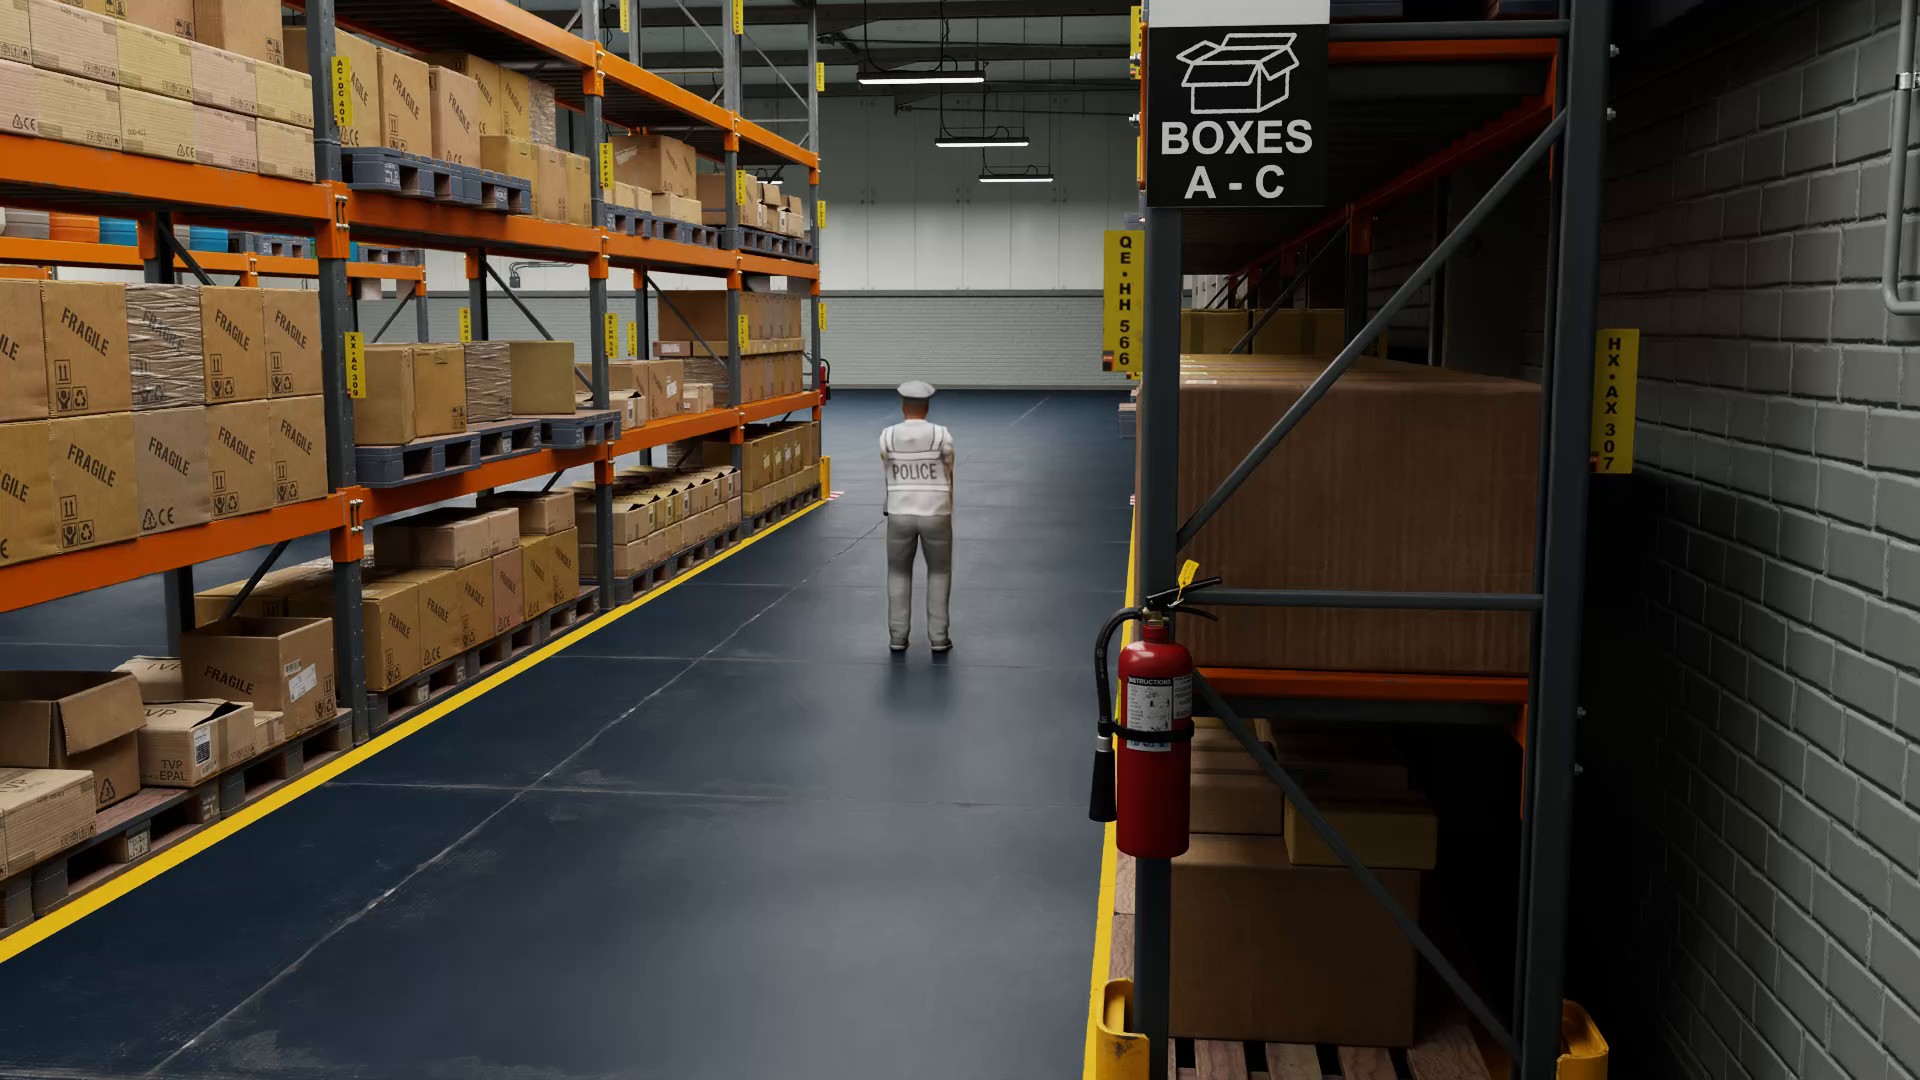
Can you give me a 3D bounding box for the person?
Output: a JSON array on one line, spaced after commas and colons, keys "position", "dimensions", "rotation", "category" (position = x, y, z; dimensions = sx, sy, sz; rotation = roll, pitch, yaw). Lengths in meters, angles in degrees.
[{"position": [-0.284, -0.146, 10.868], "dimensions": [0.595, 1.747, 0.445], "rotation": [0, 8, 3], "category": "person"}]
